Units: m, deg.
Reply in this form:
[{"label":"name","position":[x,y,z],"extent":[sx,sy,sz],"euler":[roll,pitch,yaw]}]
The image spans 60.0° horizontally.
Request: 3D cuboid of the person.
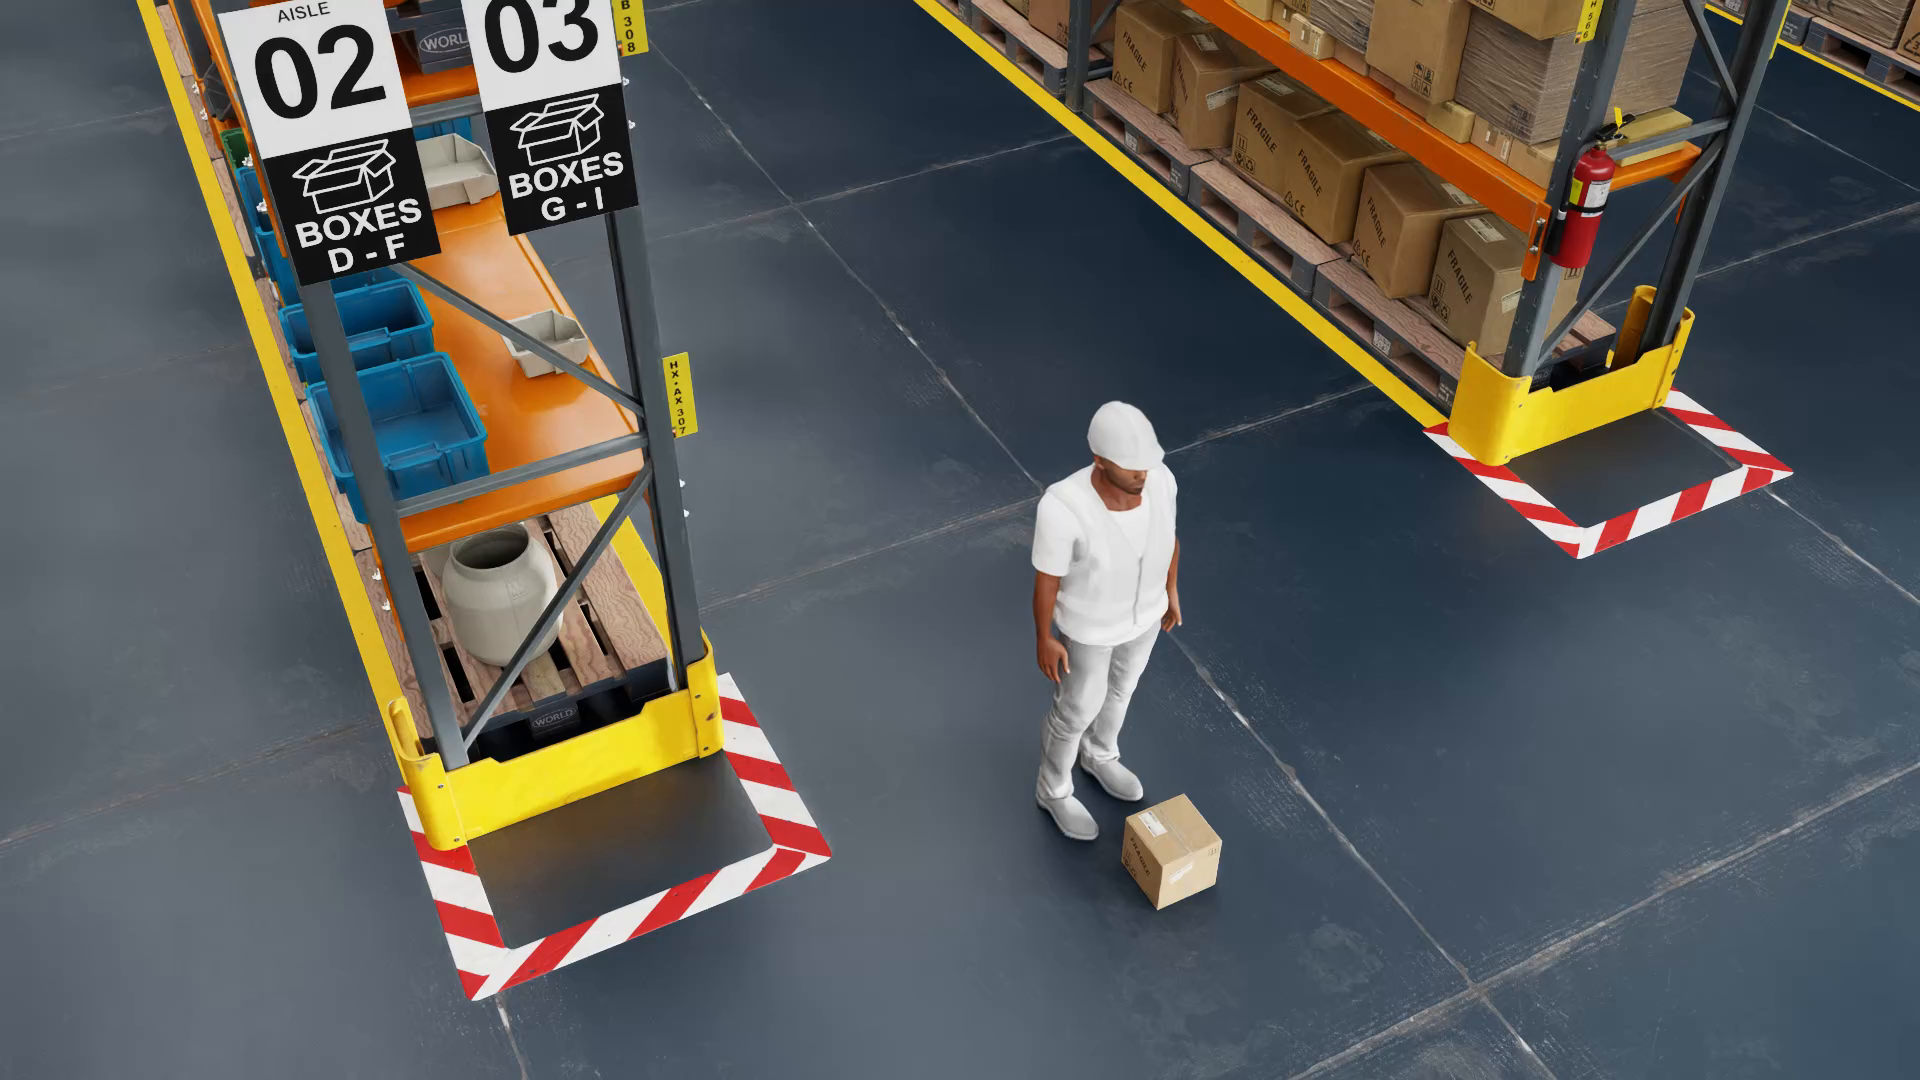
[{"label":"person","position":[0.542,0.279,5.817],"extent":[0.588,1.775,0.407],"euler":[-23,46,-24]}]
